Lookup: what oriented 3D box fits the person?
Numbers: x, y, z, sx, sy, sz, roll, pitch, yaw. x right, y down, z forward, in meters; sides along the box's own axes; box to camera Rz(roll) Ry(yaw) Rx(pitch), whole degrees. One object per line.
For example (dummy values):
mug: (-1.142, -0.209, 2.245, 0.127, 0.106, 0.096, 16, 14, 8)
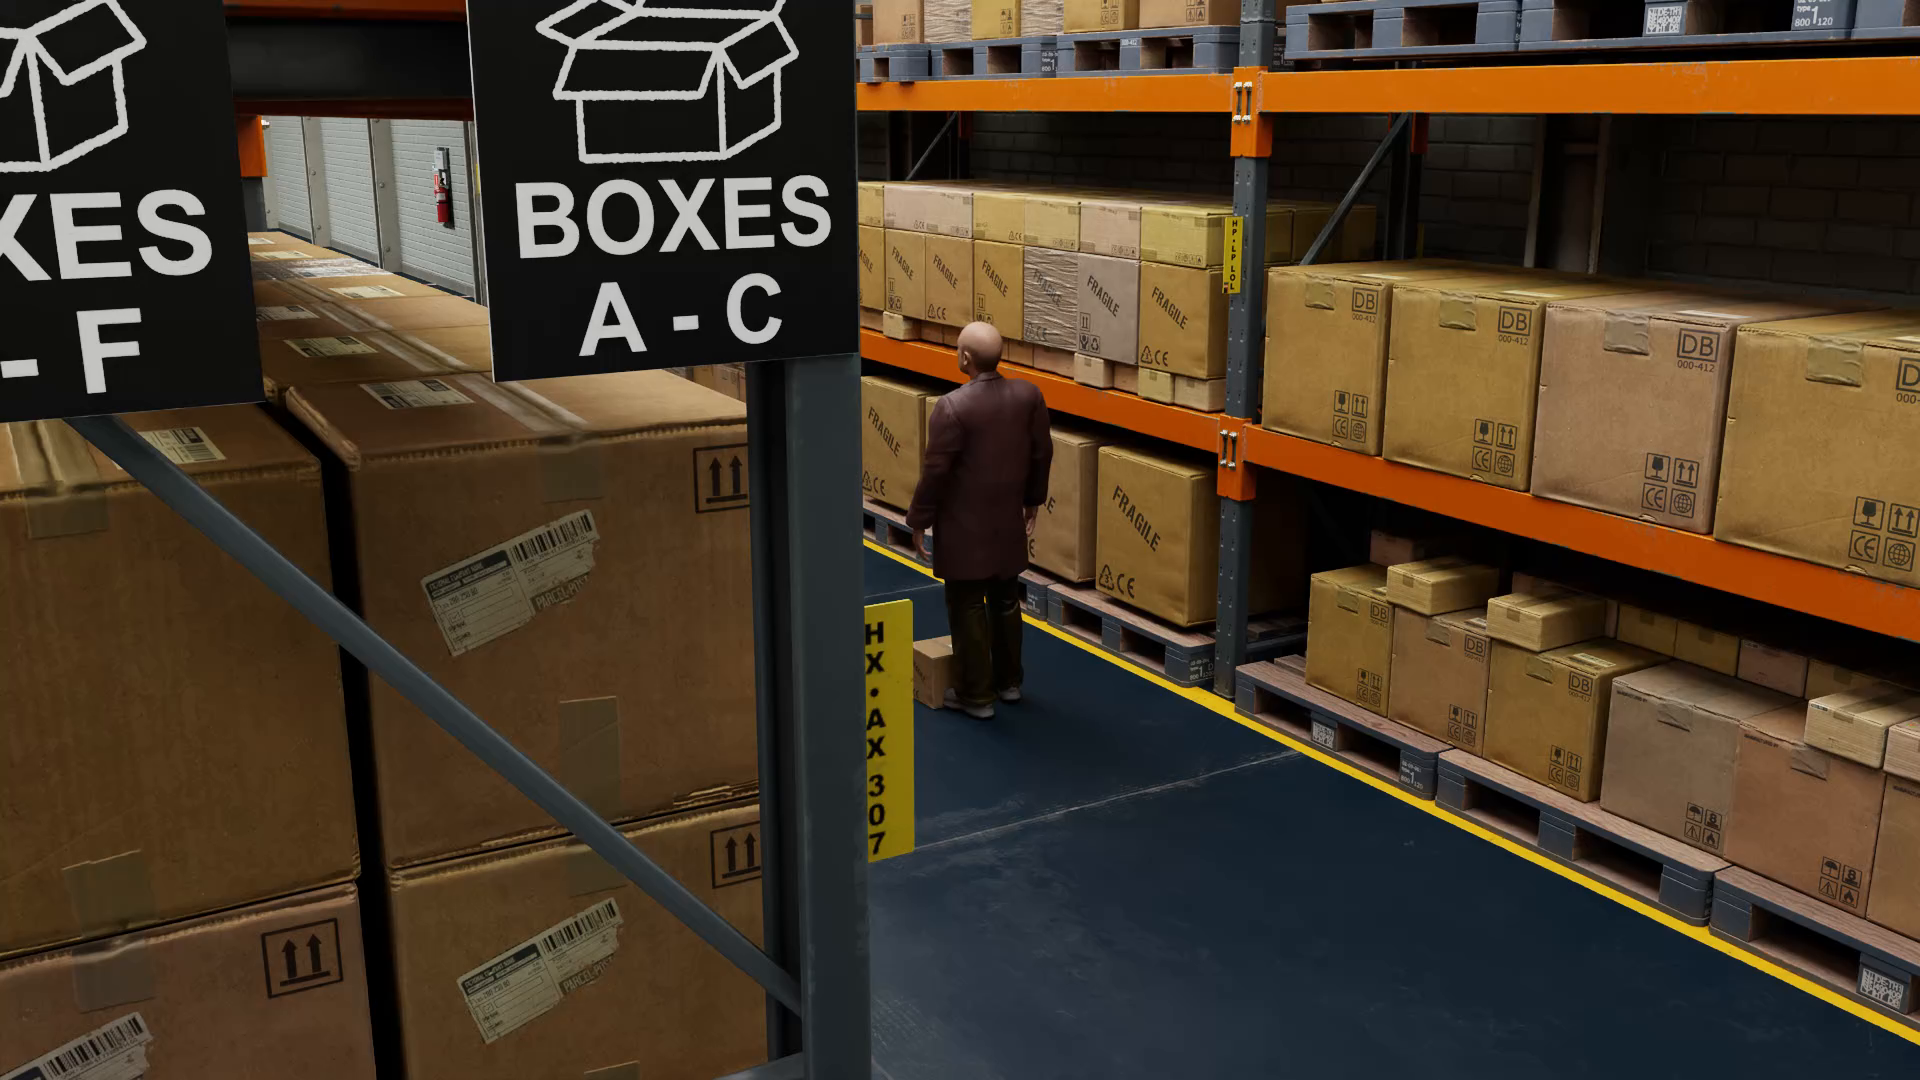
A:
person: (0.039, -0.099, 7.387, 0.697, 1.779, 0.579, -8, 17, -29)
